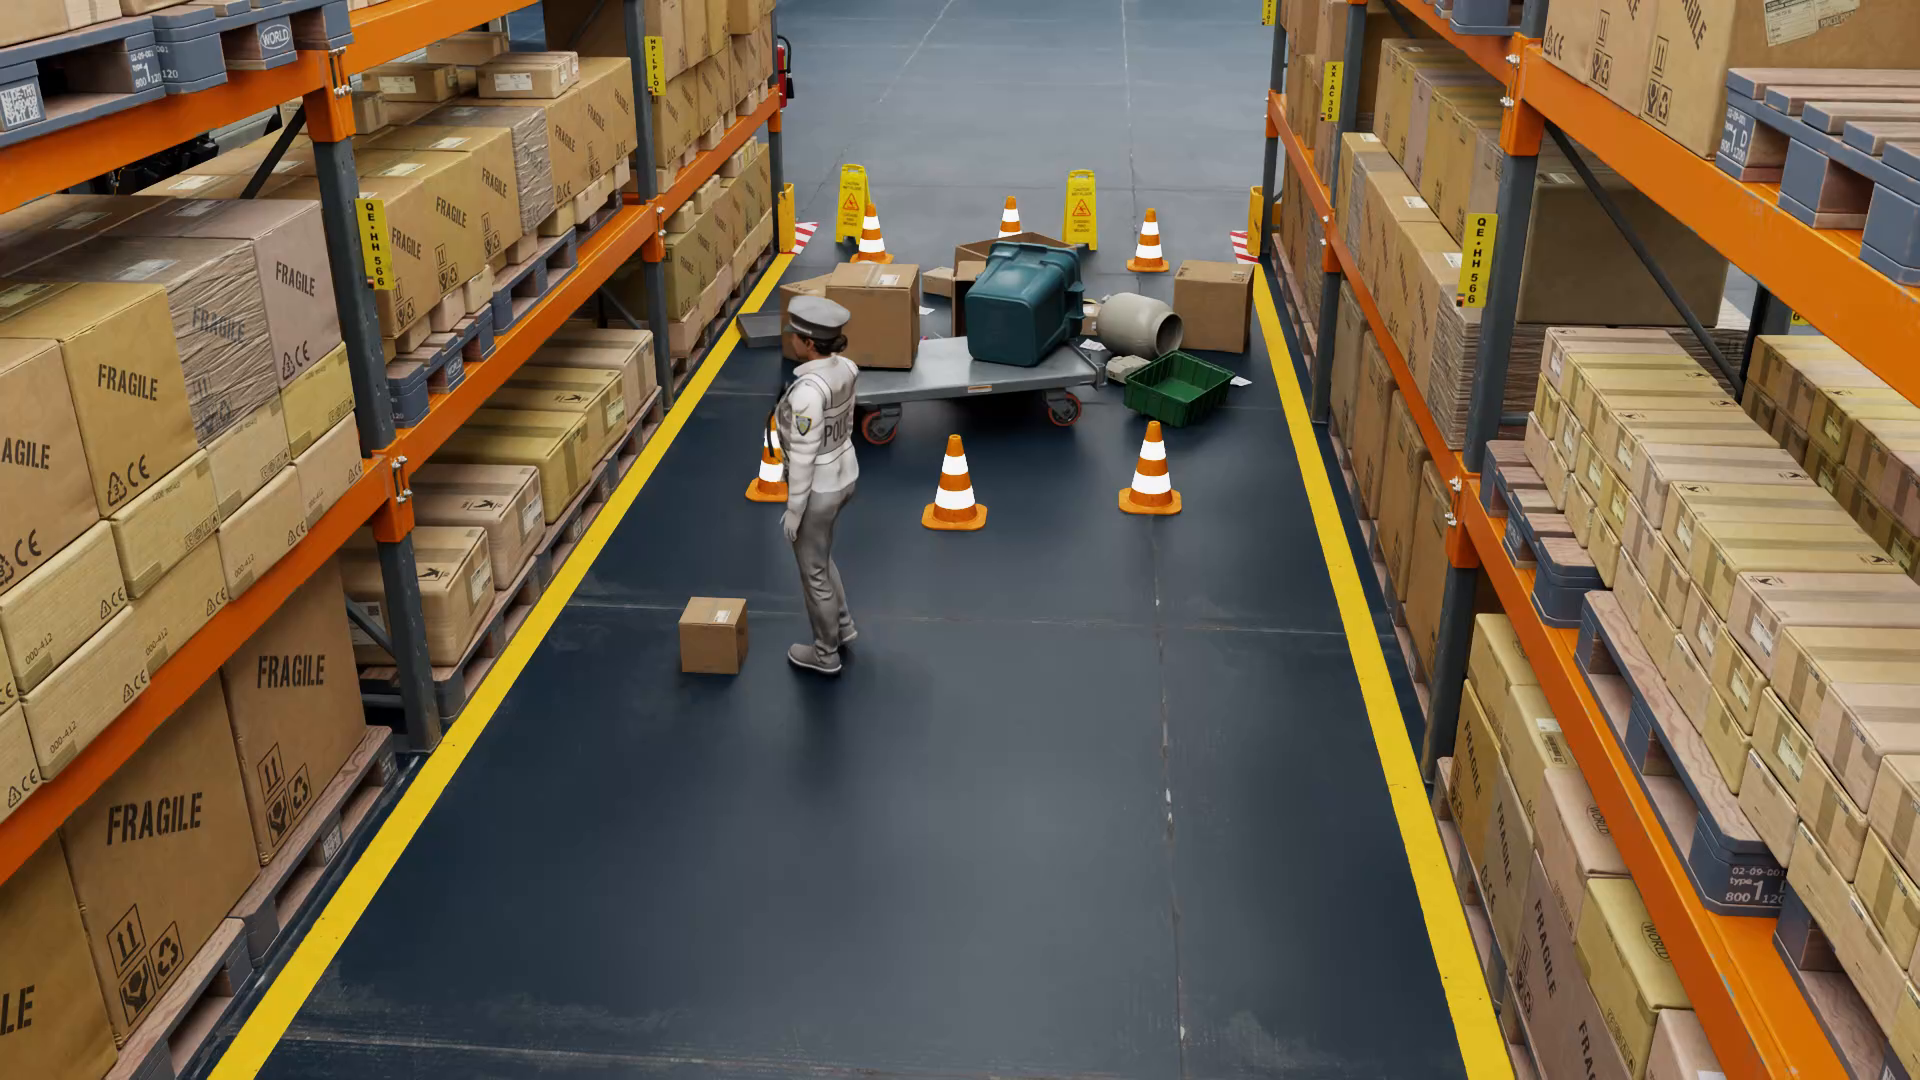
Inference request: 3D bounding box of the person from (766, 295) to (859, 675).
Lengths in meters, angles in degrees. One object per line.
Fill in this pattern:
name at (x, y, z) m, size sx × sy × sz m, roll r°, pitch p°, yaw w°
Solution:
person at (-0.612, -0.202, 7.038) m, size 0.364 × 1.712 × 0.505 m, roll 9°, pitch 26°, yaw 18°
